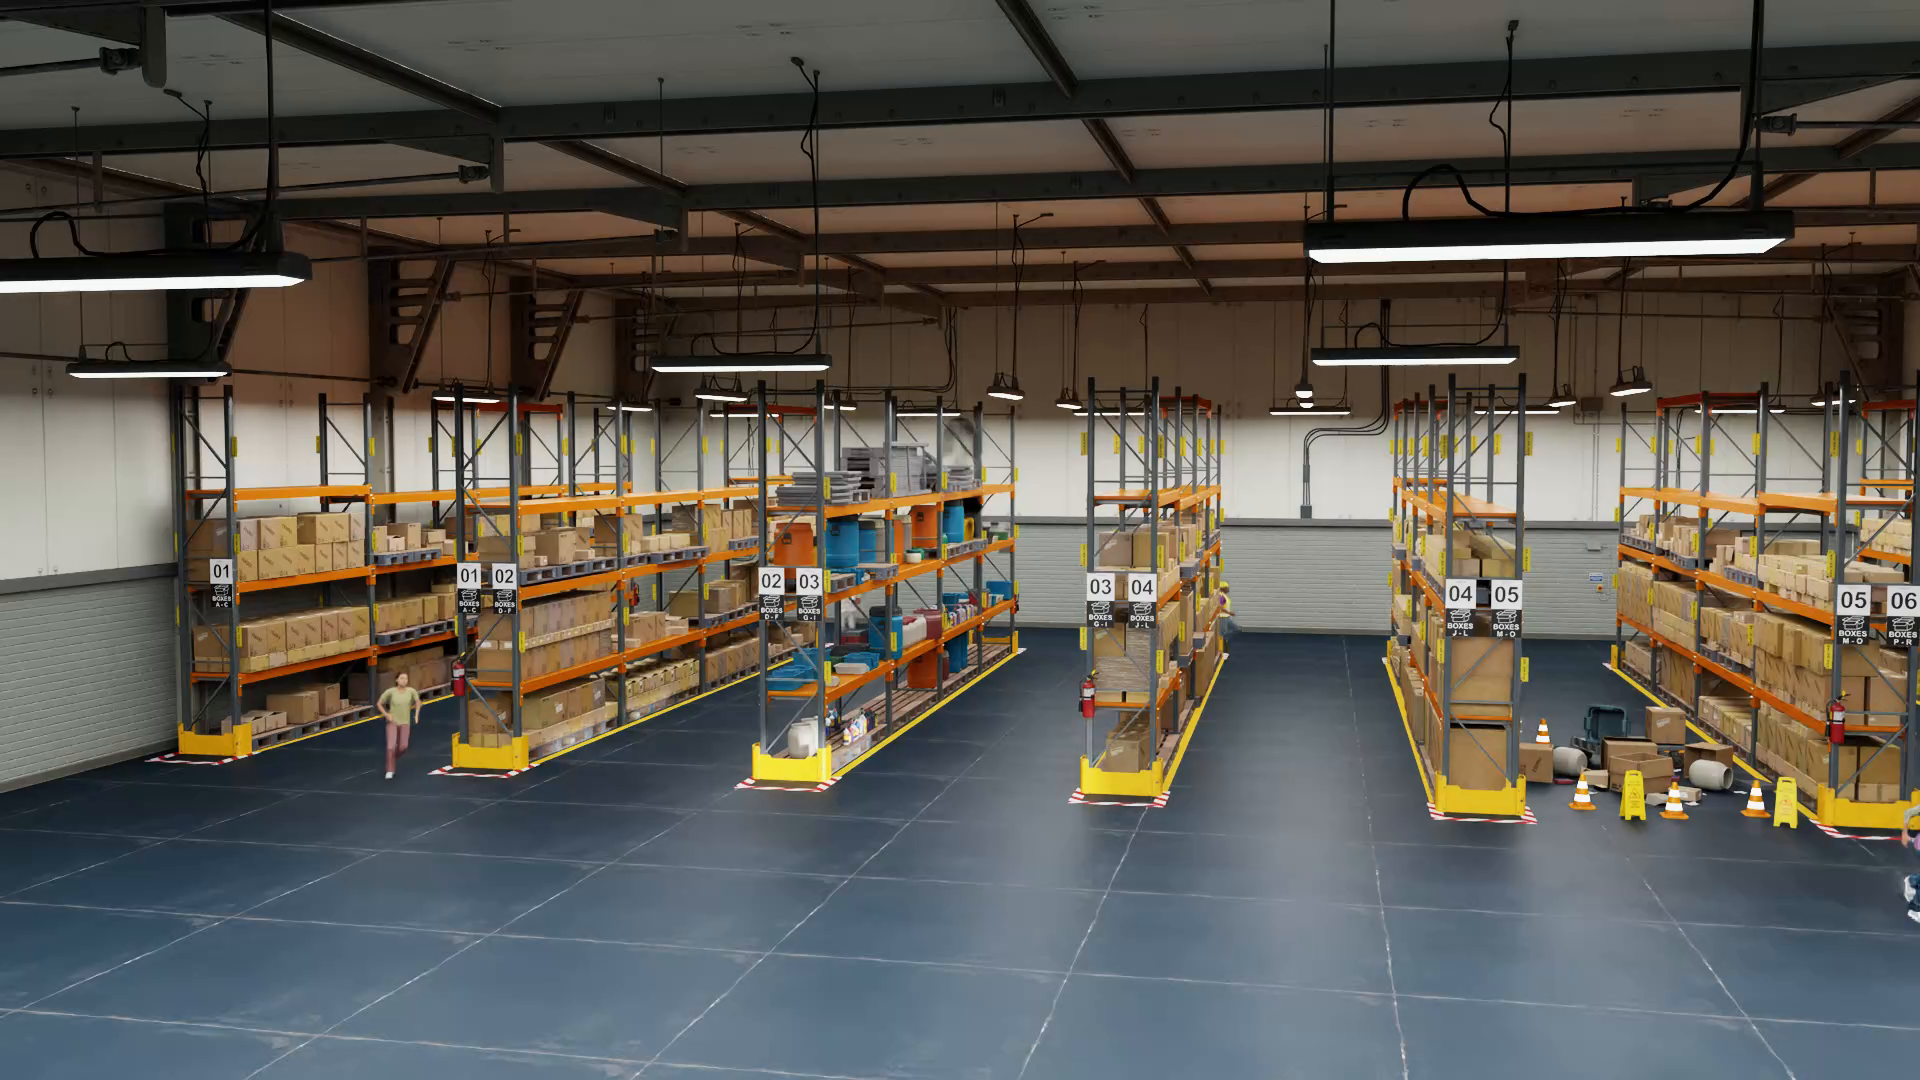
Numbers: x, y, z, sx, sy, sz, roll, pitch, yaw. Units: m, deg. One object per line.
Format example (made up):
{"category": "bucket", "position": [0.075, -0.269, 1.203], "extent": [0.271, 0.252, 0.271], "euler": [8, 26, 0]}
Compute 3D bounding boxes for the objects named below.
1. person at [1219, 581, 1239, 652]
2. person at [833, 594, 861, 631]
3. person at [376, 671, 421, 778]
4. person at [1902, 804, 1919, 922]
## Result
{"category": "person", "position": [6.423, 1.873, 40.363], "extent": [0.637, 1.739, 0.699], "euler": [1, 3, 20]}
{"category": "person", "position": [-2.614, 1.708, 38.365], "extent": [0.662, 1.857, 0.708], "euler": [0, 3, 0]}
{"category": "person", "position": [-8.525, 2.788, 25.309], "extent": [0.670, 1.616, 0.550], "euler": [-2, 4, -29]}
{"category": "person", "position": [10.228, 3.276, 17.419], "extent": [0.526, 1.528, 0.655], "euler": [-1, 3, -20]}
